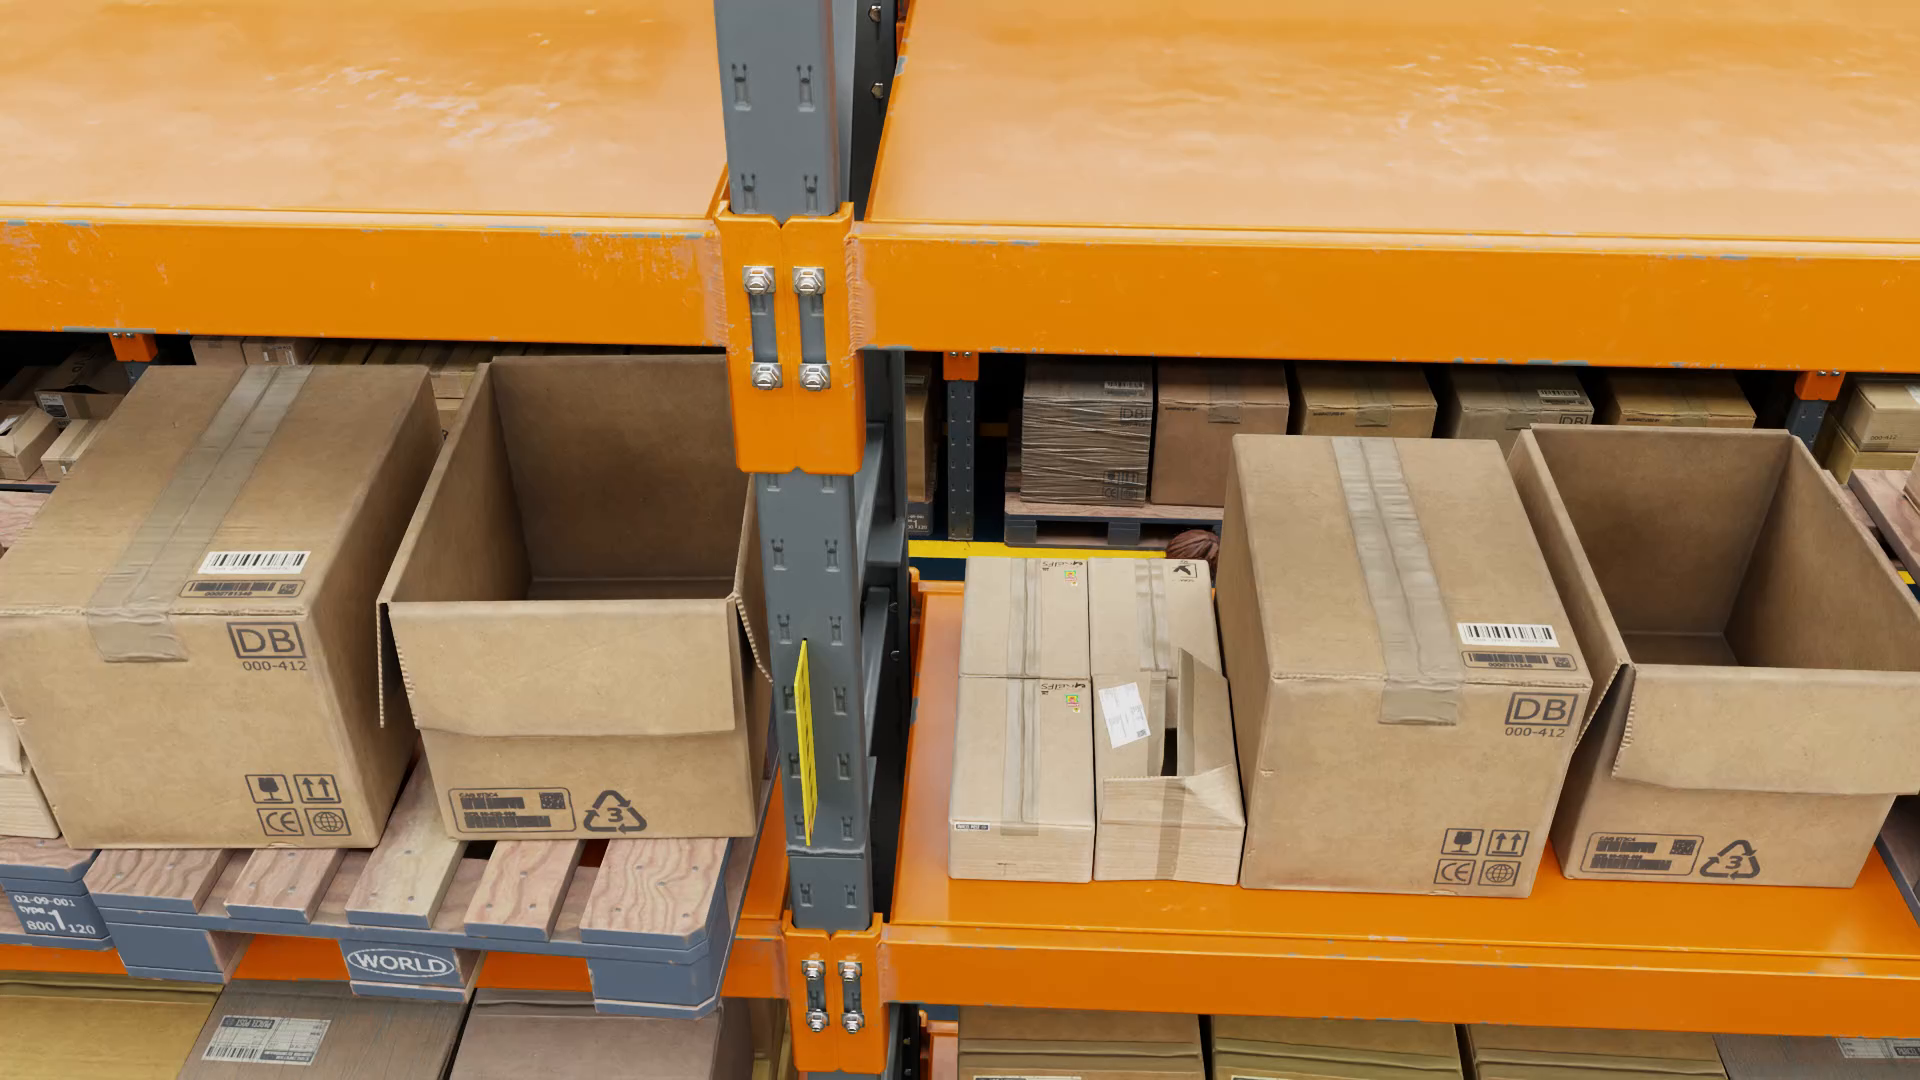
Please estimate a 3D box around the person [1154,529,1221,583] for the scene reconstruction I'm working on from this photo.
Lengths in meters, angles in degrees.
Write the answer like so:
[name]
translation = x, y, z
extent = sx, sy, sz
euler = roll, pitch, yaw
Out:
[person]
translation = 0.773, 0.604, 6.330
extent = 0.368, 1.566, 0.423
euler = 2, 36, 3
